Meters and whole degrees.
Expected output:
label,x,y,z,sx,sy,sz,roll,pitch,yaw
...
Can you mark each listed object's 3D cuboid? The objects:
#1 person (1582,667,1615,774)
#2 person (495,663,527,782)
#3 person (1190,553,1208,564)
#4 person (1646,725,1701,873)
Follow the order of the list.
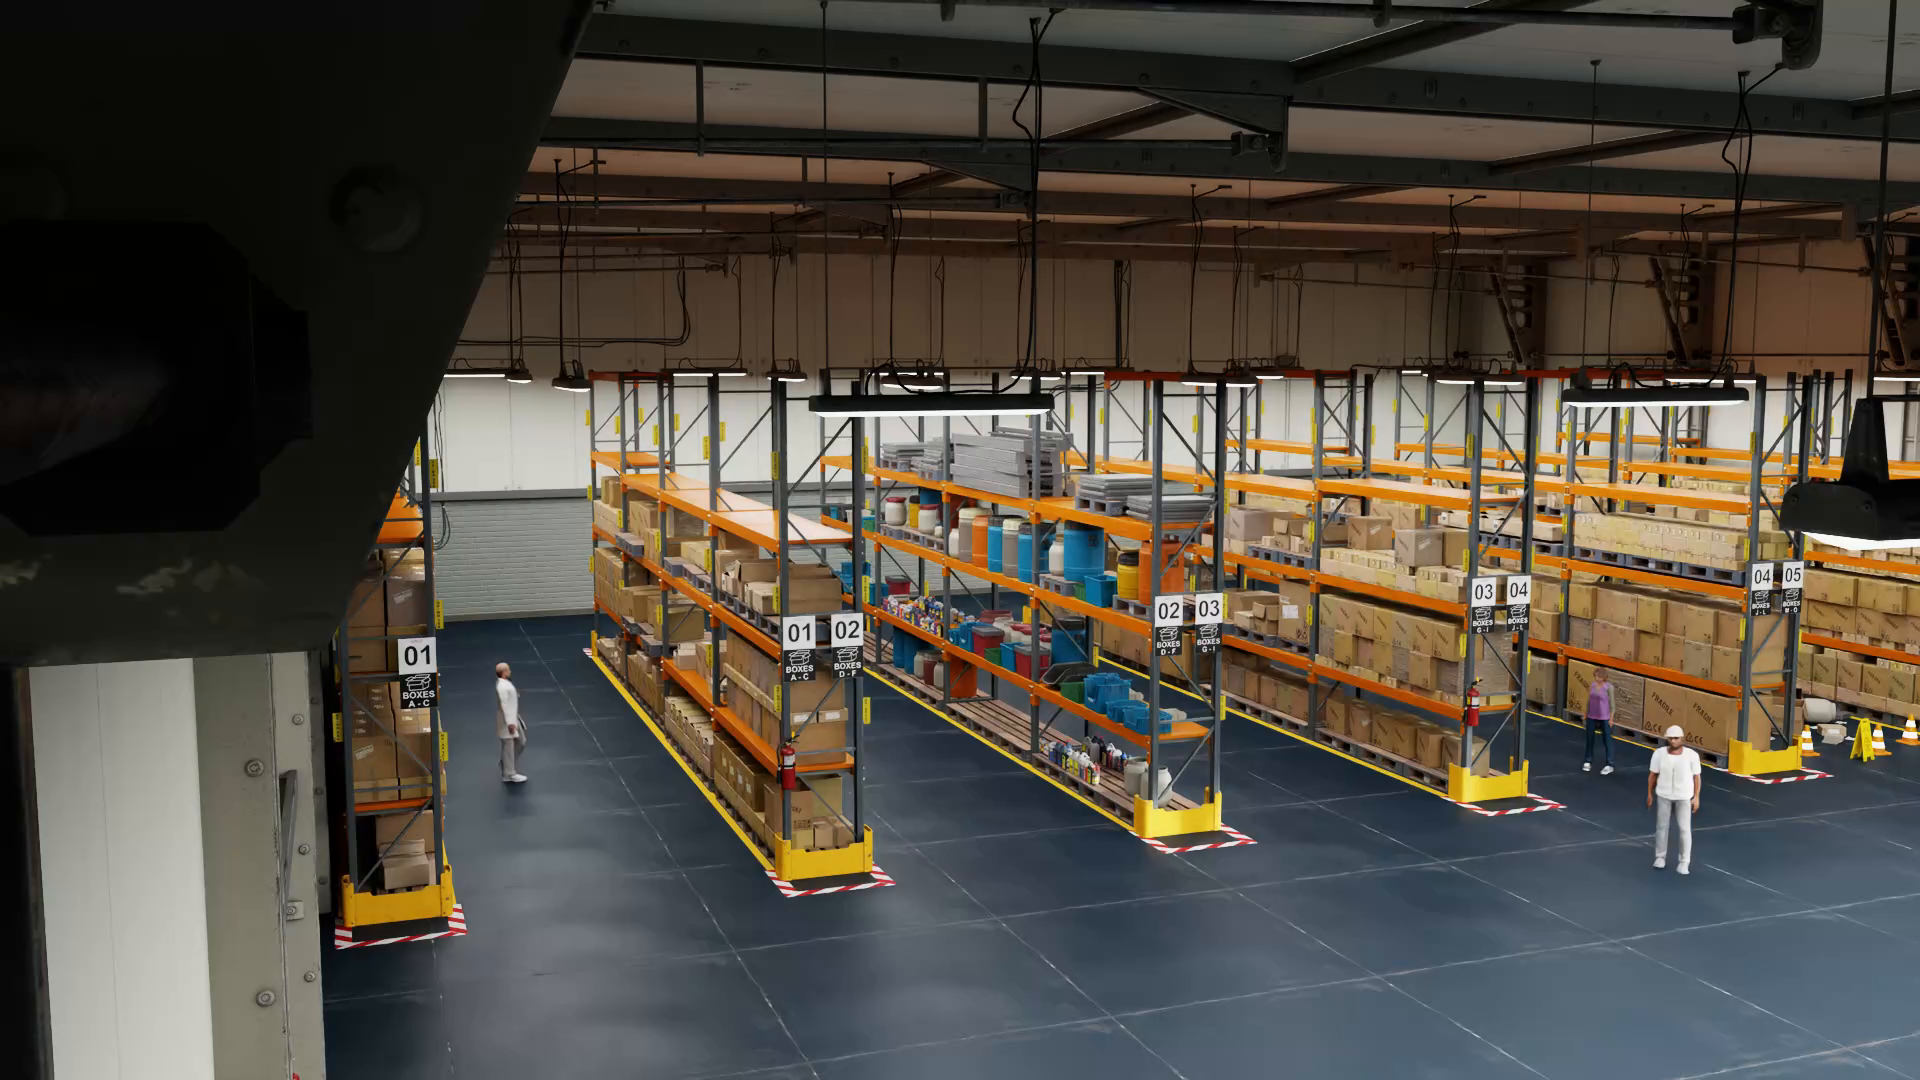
label,x,y,z,sx,sy,sz,roll,pitch,yaw
person,9.683,2.720,25.228,0.492,1.594,0.361,5,8,37
person,-6.711,2.745,24.740,0.536,1.694,0.629,0,6,1
person,6.009,0.863,41.610,0.484,1.682,0.539,-2,7,-21
person,8.778,3.171,20.488,0.601,1.784,0.402,4,7,30
